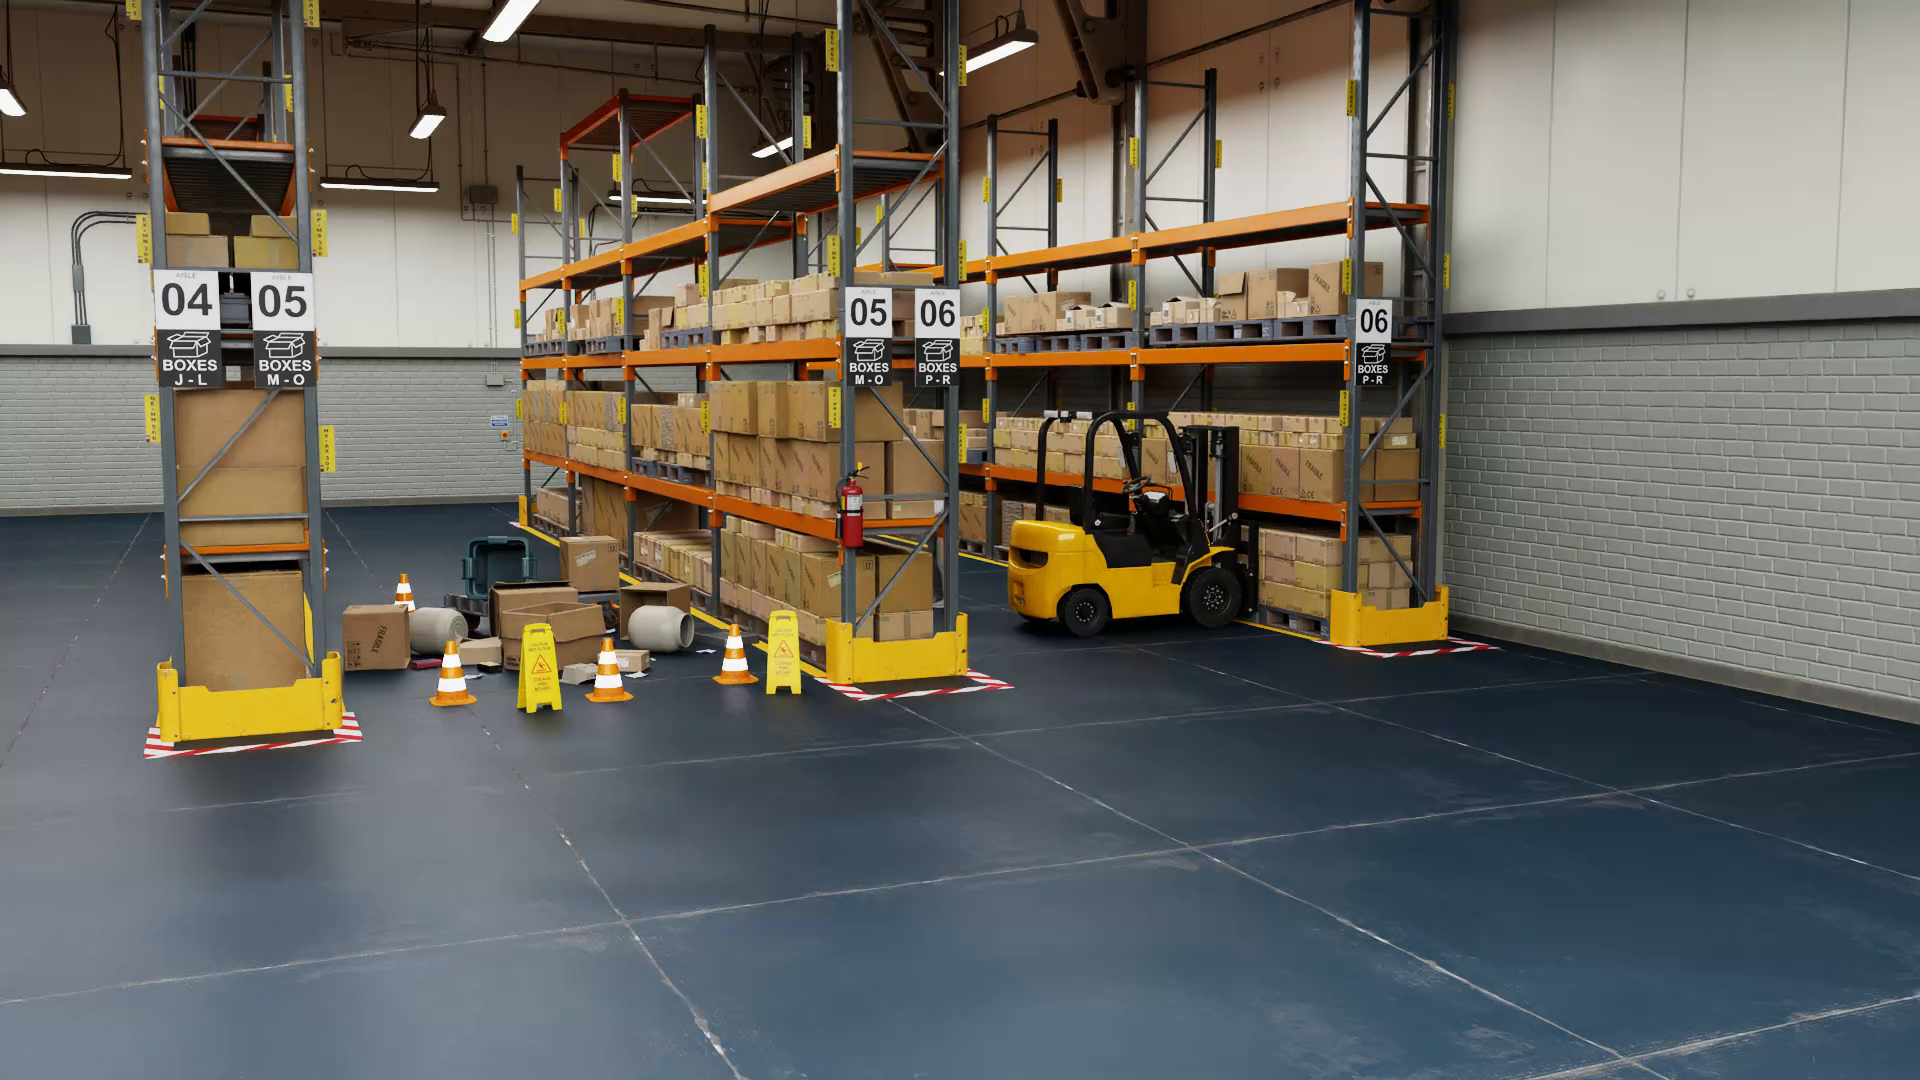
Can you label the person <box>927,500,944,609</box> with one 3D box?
[{"bbox_3d":[-0.291,-0.110,18.043,0.519,1.691,0.446,-2,6,-24],"label":"person"}]
